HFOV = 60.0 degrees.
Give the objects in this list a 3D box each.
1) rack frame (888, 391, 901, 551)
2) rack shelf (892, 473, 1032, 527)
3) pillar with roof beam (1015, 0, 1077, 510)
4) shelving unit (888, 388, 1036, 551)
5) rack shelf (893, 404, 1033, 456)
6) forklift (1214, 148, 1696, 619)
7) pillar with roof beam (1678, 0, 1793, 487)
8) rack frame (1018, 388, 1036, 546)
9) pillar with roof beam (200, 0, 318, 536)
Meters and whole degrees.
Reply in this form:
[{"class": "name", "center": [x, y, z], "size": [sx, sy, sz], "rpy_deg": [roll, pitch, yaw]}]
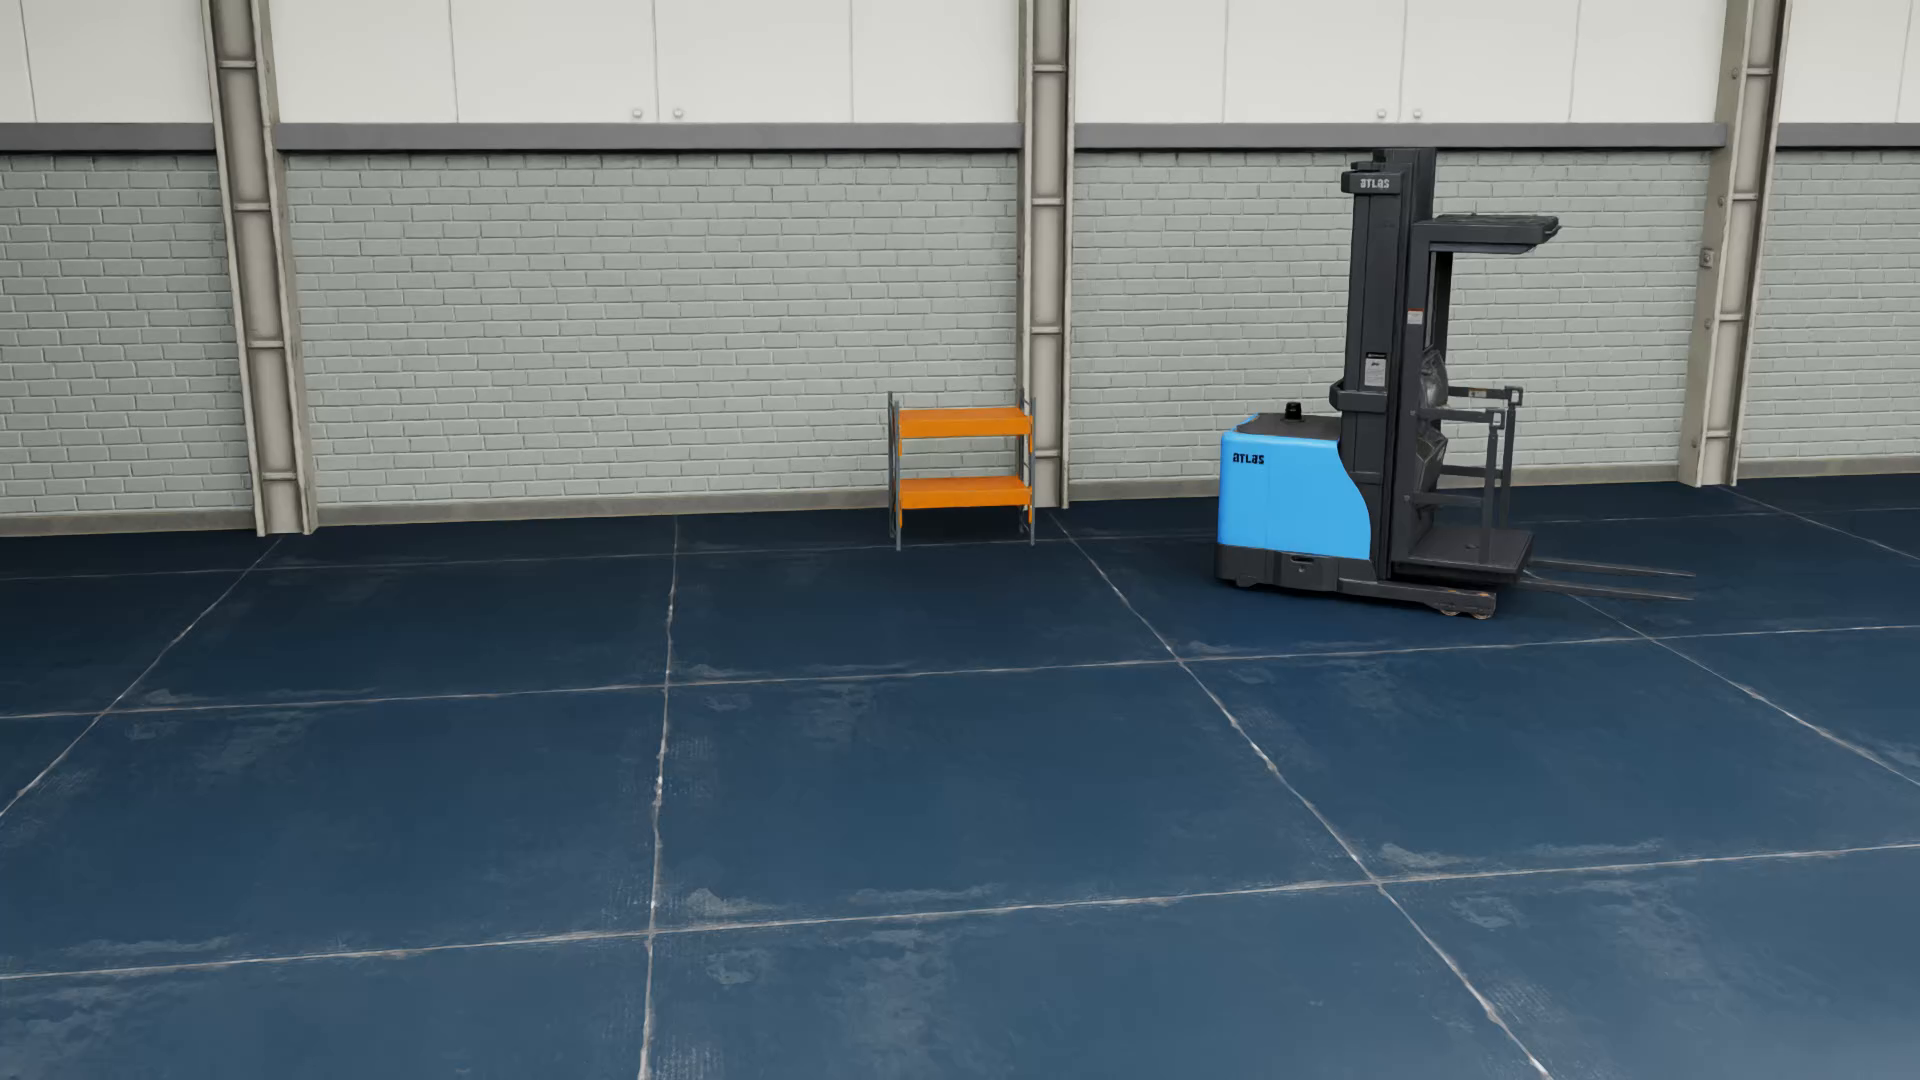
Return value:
[{"class": "rack frame", "center": [-0.496, -0.527, 12.513], "size": [0.032, 1.125, 0.500], "rpy_deg": [-2, 14, -8]}, {"class": "rack shelf", "center": [0.007, -0.309, 12.645], "size": [1.000, 0.278, 0.538], "rpy_deg": [-2, 14, -8]}, {"class": "pillar with roof beam", "center": [1.321, -3.618, 8.650], "size": [0.400, 9.000, 9.100], "rpy_deg": [-2, 14, -8]}, {"class": "shelving unit", "center": [0.007, -0.546, 12.586], "size": [1.048, 1.125, 0.538], "rpy_deg": [-2, 14, -8]}, {"class": "rack shelf", "center": [0.007, -0.830, 12.515], "size": [1.000, 0.278, 0.538], "rpy_deg": [-2, 14, -8]}, {"class": "forklift", "center": [3.311, -1.059, 10.921], "size": [3.031, 2.935, 1.130], "rpy_deg": [6, 15, 23]}, {"class": "pillar with roof beam", "center": [7.254, -3.836, 9.517], "size": [0.400, 9.000, 9.100], "rpy_deg": [-2, 14, -8]}, {"class": "rack frame", "center": [0.509, -0.564, 12.659], "size": [0.032, 1.125, 0.500], "rpy_deg": [-2, 14, -8]}, {"class": "pillar with roof beam", "center": [-4.612, -3.401, 7.783], "size": [0.400, 9.000, 9.100], "rpy_deg": [-2, 14, -8]}]
